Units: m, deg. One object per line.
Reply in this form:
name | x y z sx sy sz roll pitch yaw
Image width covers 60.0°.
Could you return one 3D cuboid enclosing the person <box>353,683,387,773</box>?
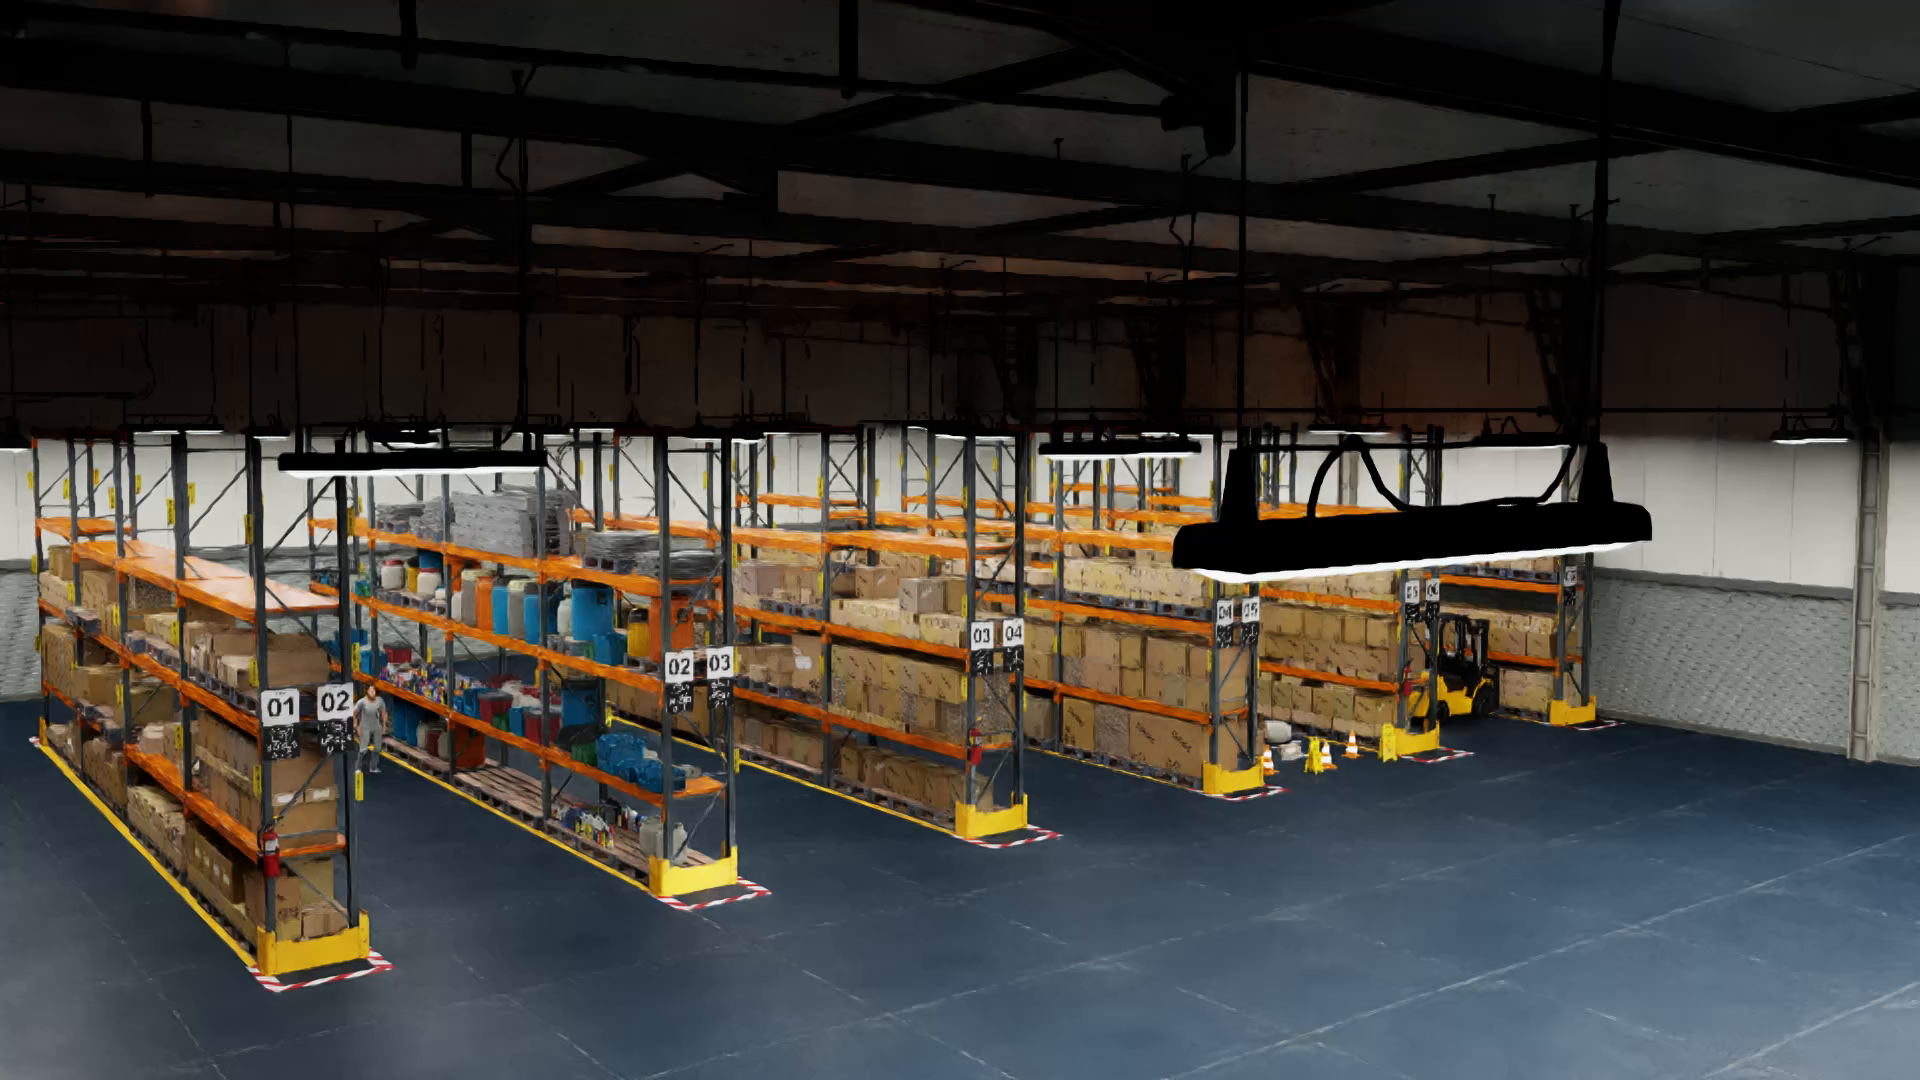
person | -10.243 3.266 28.845 0.580 1.619 0.507 -3 6 -38
